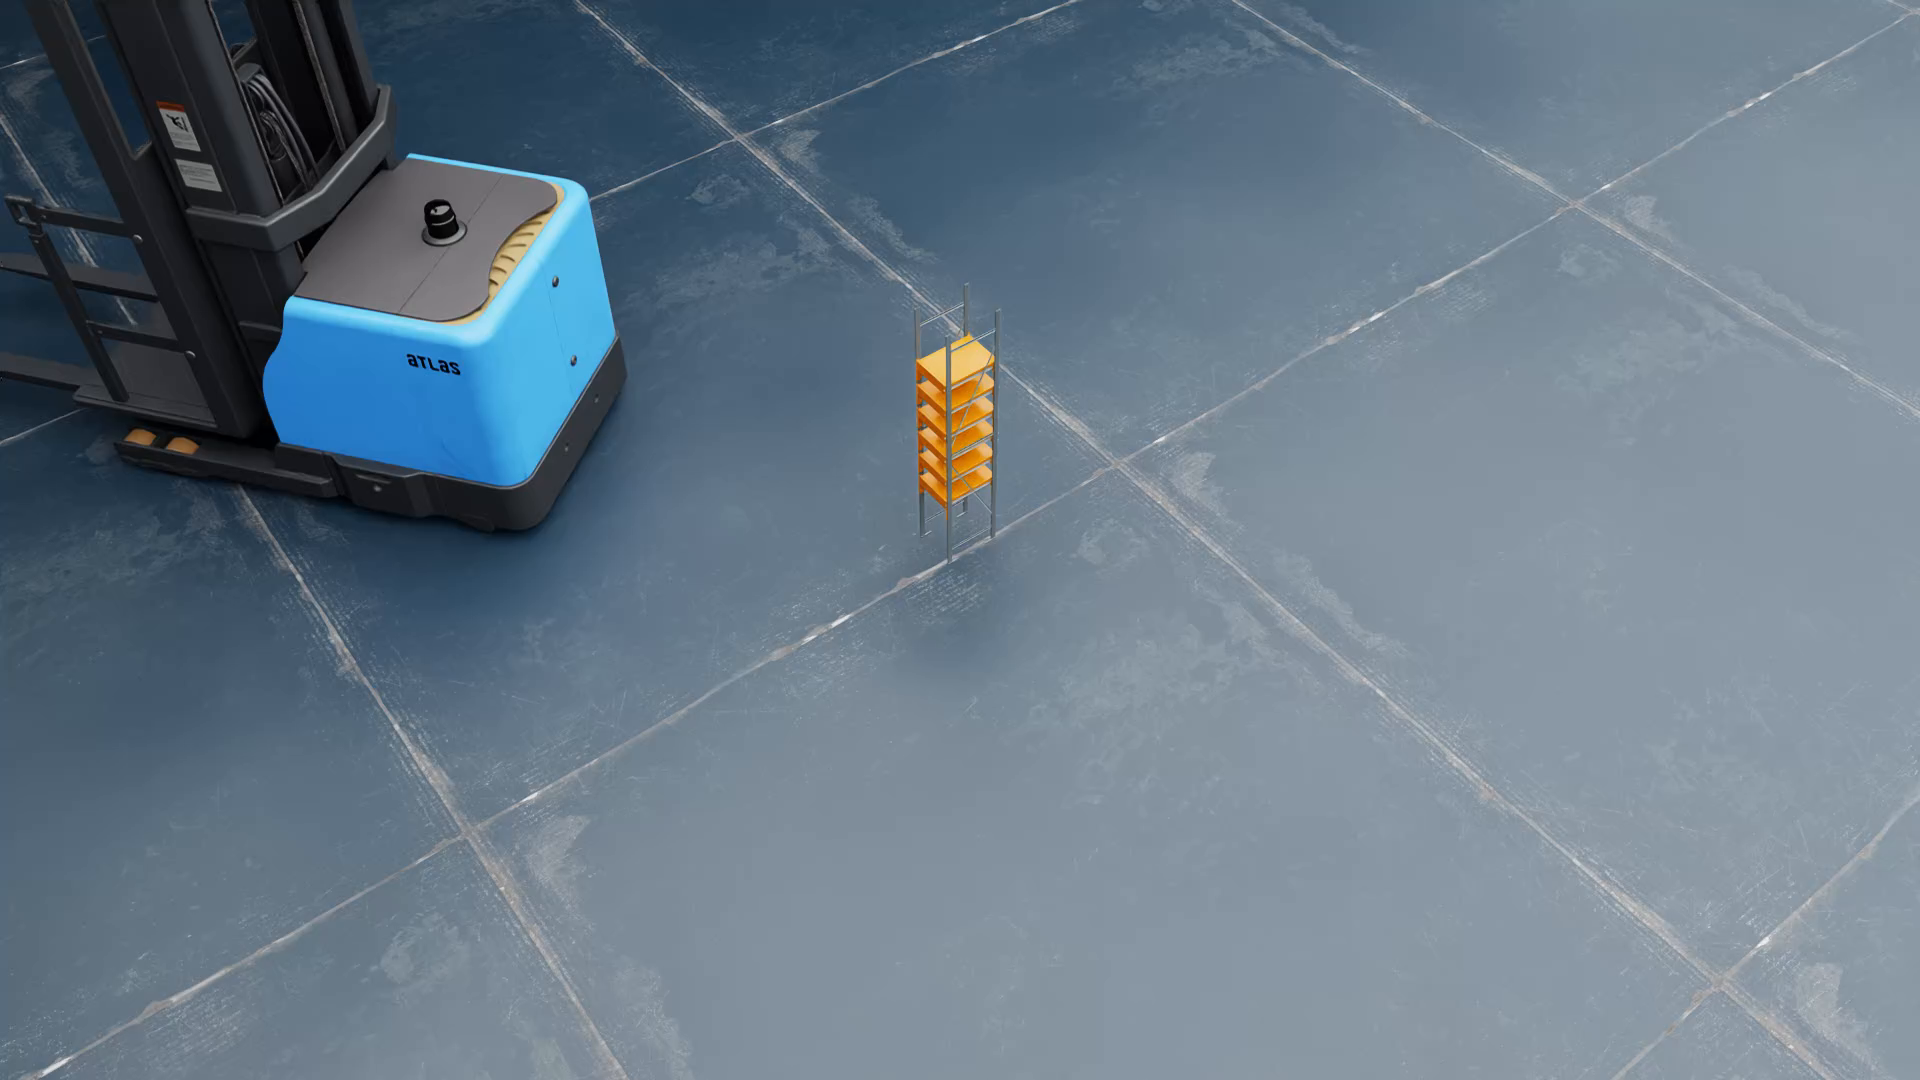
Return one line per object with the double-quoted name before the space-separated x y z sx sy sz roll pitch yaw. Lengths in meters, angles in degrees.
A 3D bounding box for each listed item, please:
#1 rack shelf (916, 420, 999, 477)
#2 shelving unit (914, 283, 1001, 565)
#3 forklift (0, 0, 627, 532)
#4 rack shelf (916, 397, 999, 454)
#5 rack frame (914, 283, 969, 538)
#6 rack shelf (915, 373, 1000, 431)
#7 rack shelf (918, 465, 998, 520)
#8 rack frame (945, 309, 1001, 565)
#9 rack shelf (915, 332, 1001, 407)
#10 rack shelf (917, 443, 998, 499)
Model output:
"rack shelf" -0.009 -0.382 6.345 0.258 0.103 0.180 -29 54 -24
"shelving unit" -0.009 -0.412 6.312 0.258 1.200 0.189 -29 54 -24
"forklift" -3.037 -1.620 6.239 3.031 2.935 1.130 11 49 10
"rack shelf" -0.009 -0.462 6.256 0.258 0.103 0.180 -29 54 -24
"rack frame" -0.064 -0.465 6.361 0.240 1.200 0.006 -29 54 -24
"rack shelf" -0.009 -0.543 6.167 0.258 0.103 0.180 -29 54 -24
"rack shelf" -0.009 -0.220 6.523 0.258 0.103 0.180 -29 54 -24
"rack frame" 0.047 -0.358 6.263 0.240 1.200 0.006 -29 54 -24
"rack shelf" -0.009 -0.623 6.078 0.258 0.103 0.180 -29 54 -24
"rack shelf" -0.009 -0.301 6.434 0.258 0.103 0.180 -29 54 -24
